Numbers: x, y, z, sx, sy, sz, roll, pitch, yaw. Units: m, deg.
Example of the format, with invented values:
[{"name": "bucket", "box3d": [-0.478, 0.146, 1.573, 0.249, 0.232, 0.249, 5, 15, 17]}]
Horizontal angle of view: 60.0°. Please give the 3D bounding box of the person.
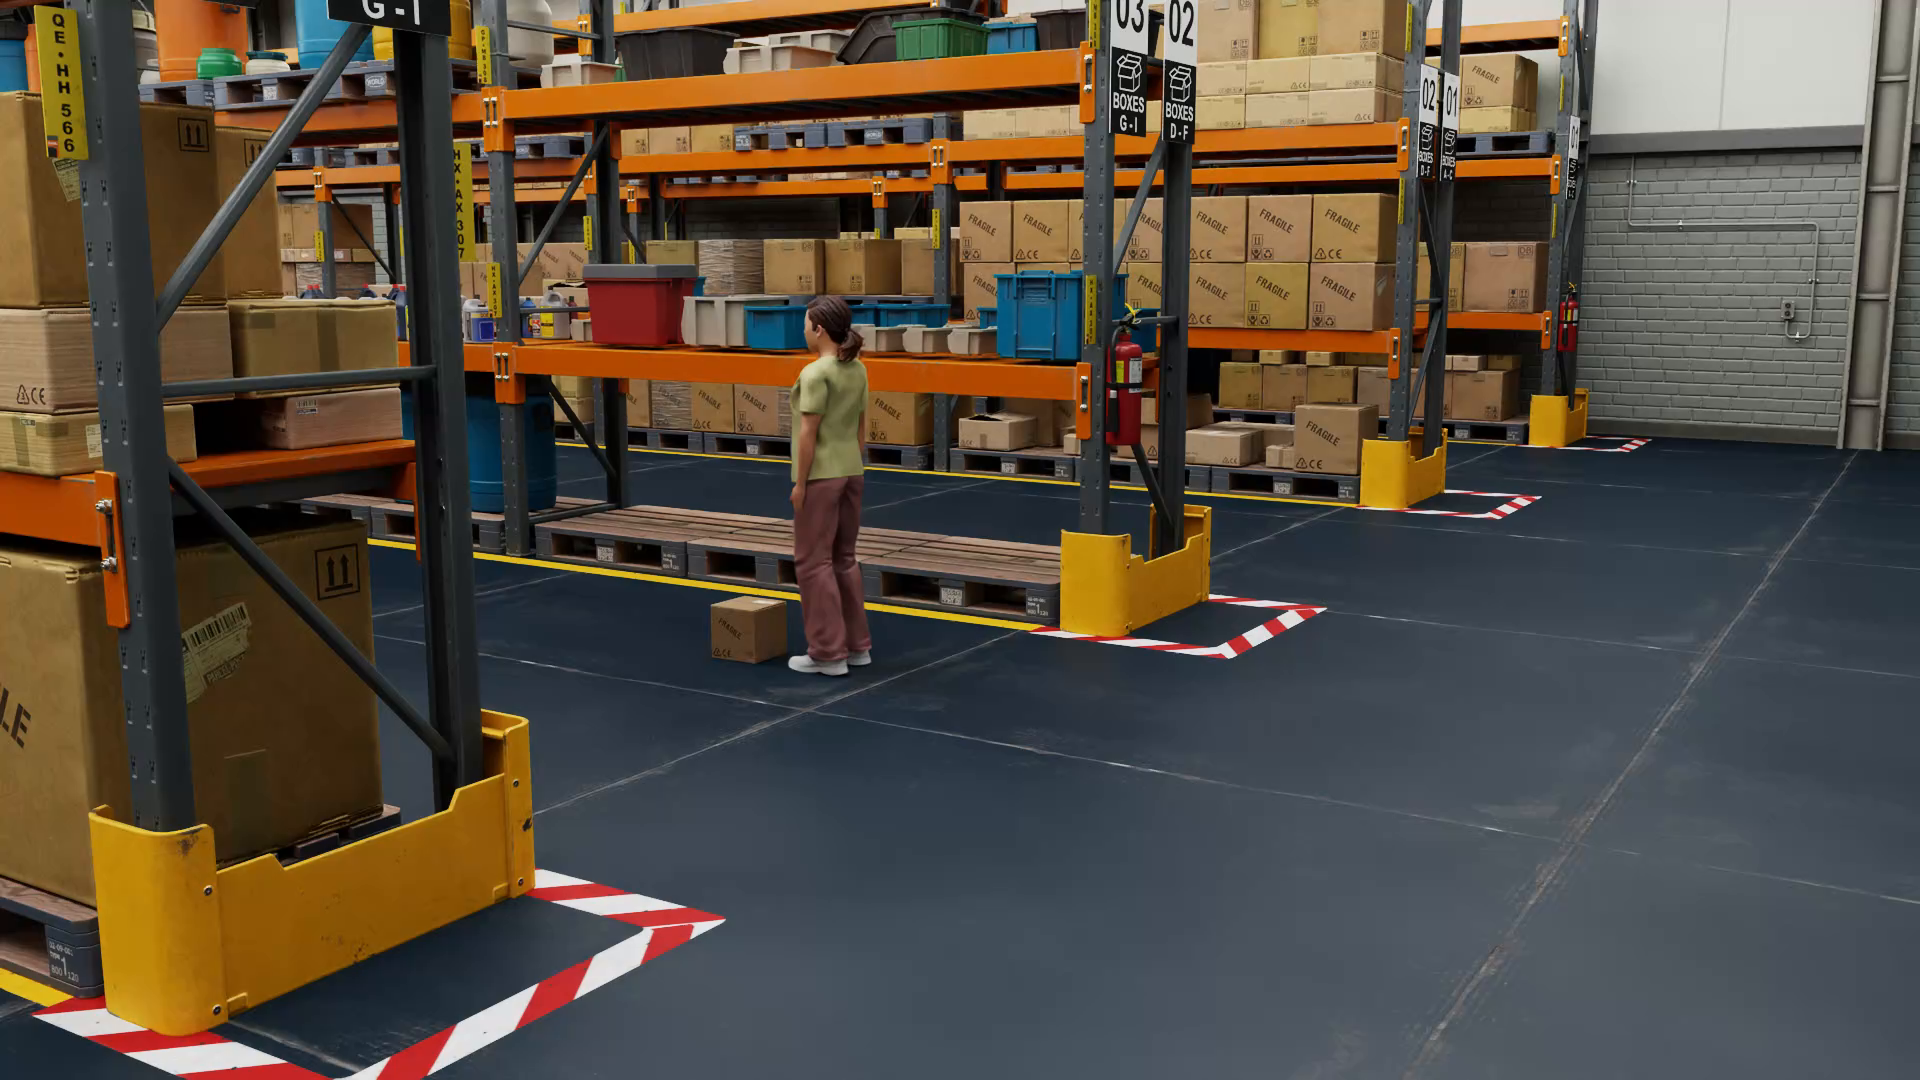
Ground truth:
[{"name": "person", "box3d": [-0.582, -0.241, 7.355, 0.369, 1.669, 0.440, 6, 11, 32]}]
